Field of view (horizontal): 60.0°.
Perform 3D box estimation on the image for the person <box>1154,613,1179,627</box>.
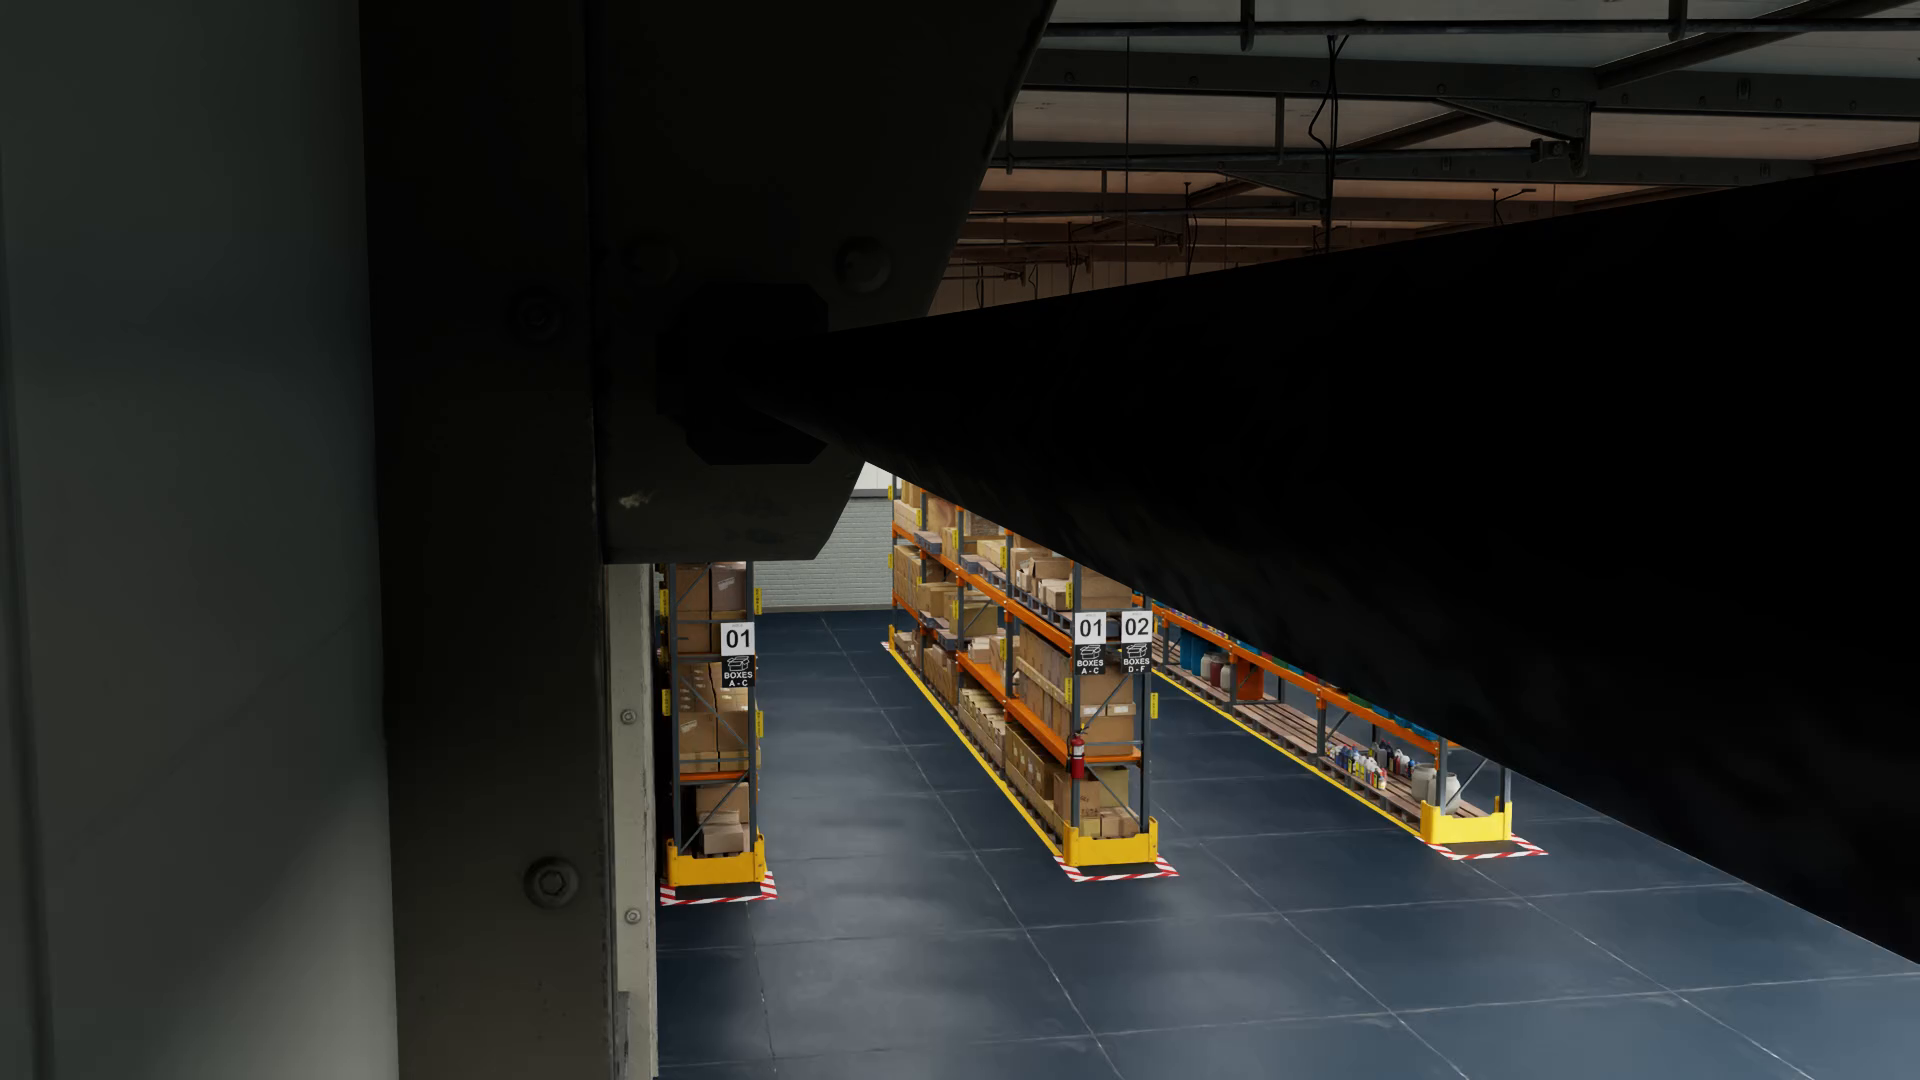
[{"bbox_3d":[4.941,1.228,39.477,0.947,1.634,0.509,1,6,14],"label":"person"}]
